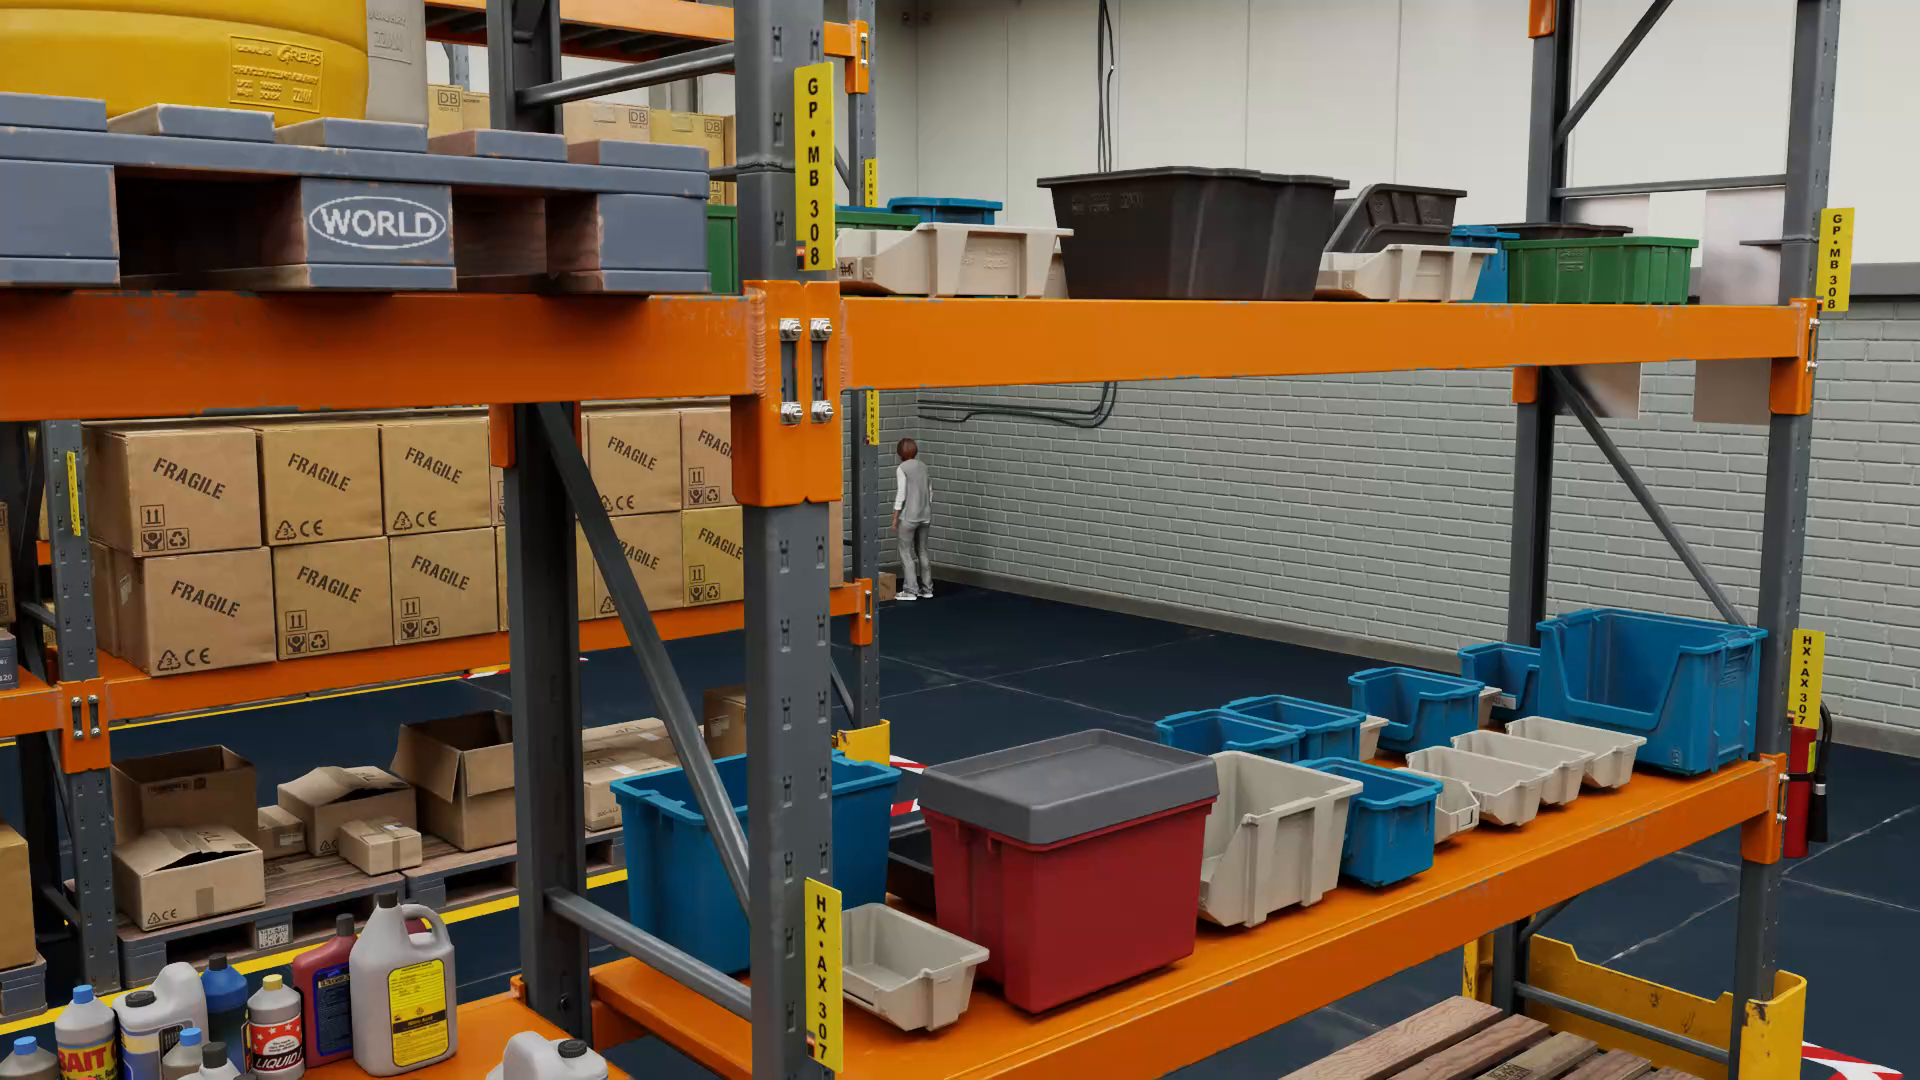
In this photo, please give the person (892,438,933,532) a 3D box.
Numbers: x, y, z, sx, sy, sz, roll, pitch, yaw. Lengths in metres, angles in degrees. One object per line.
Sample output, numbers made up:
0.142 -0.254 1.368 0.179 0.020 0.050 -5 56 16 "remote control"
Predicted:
-0.473 -0.543 16.310 0.467 0.910 0.324 -7 11 -43 "person"
